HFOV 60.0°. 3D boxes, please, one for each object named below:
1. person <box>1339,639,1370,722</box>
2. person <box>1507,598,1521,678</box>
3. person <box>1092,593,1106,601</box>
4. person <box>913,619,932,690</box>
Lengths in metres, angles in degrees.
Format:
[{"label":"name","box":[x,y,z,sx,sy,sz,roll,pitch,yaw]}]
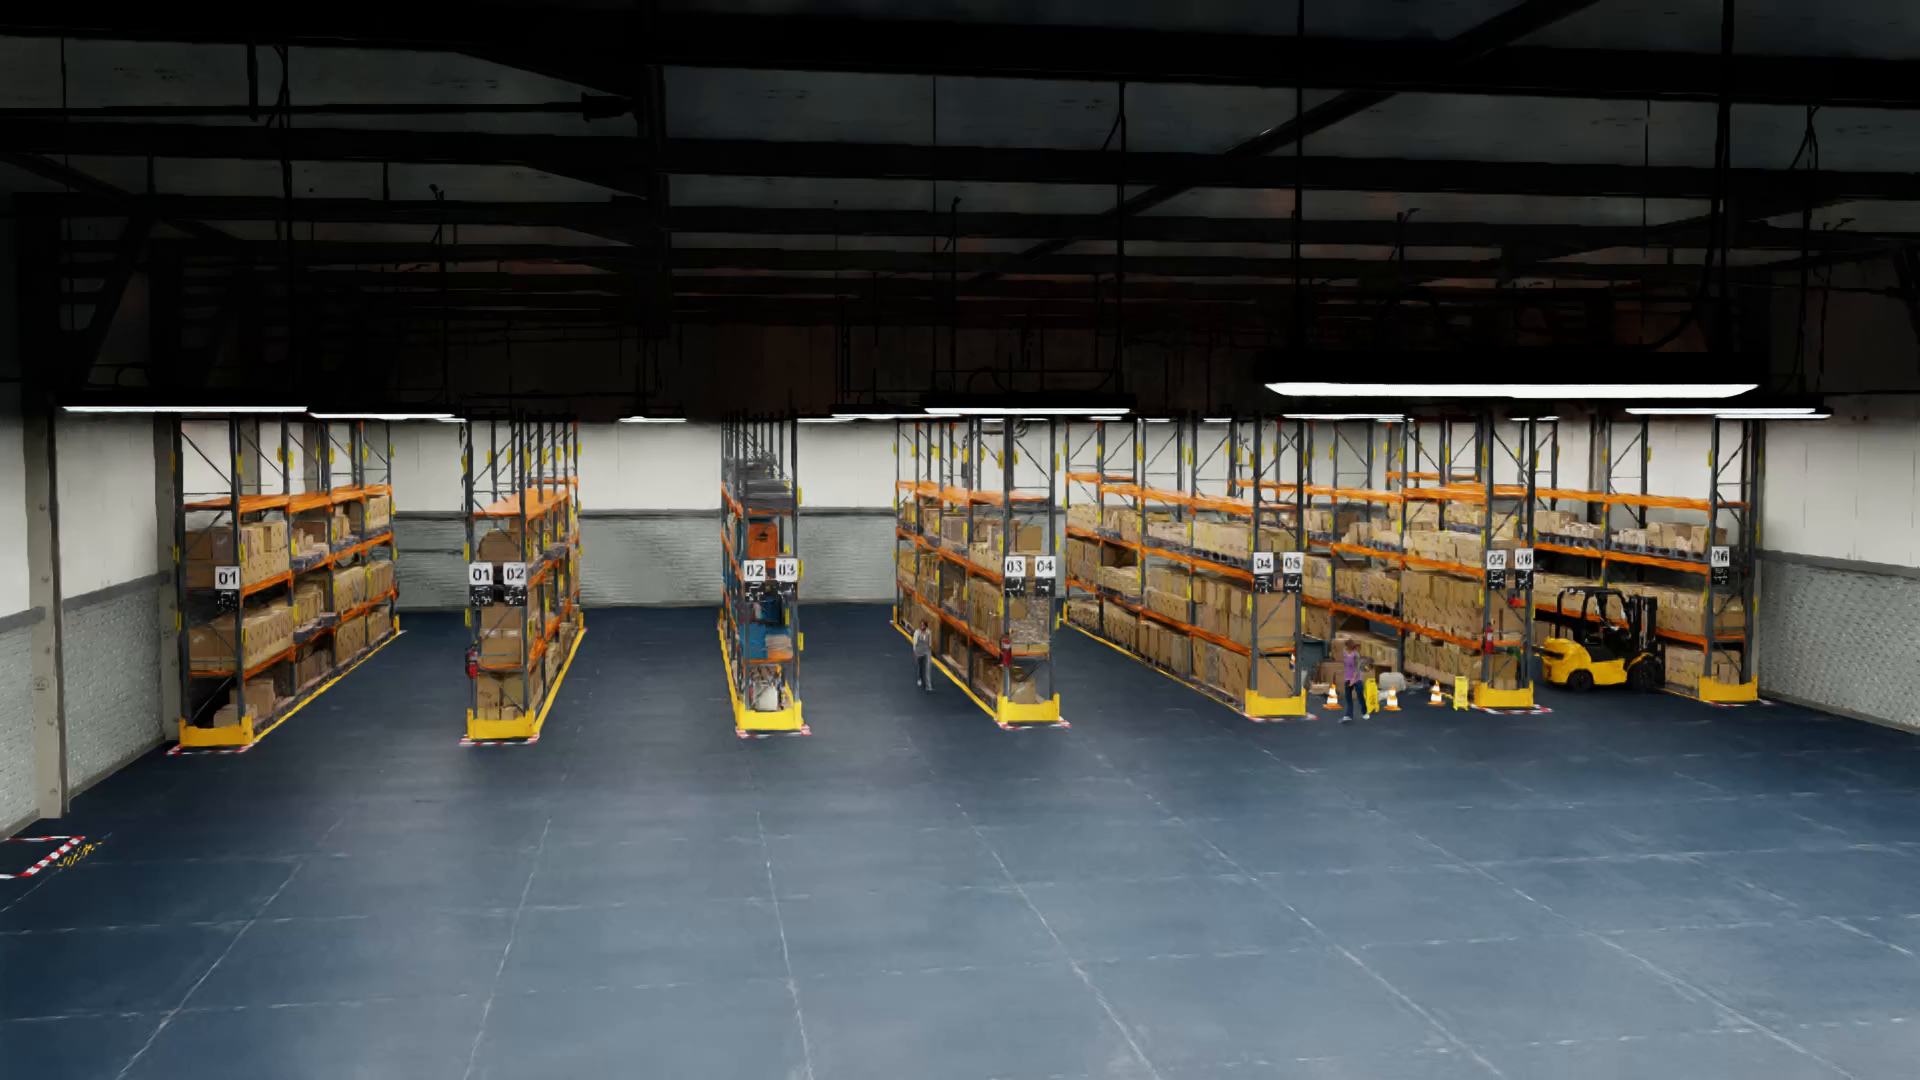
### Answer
[{"label":"person","box":[7.610,2.698,32.044,0.639,1.587,0.443,-3,5,-35]},{"label":"person","box":[12.421,2.198,37.512,0.489,1.787,0.608,1,4,20]},{"label":"person","box":[4.248,1.331,50.192,0.567,1.755,0.713,2,5,28]},{"label":"person","box":[-0.809,2.441,35.922,0.418,1.512,1.033,0,4,-4]}]
